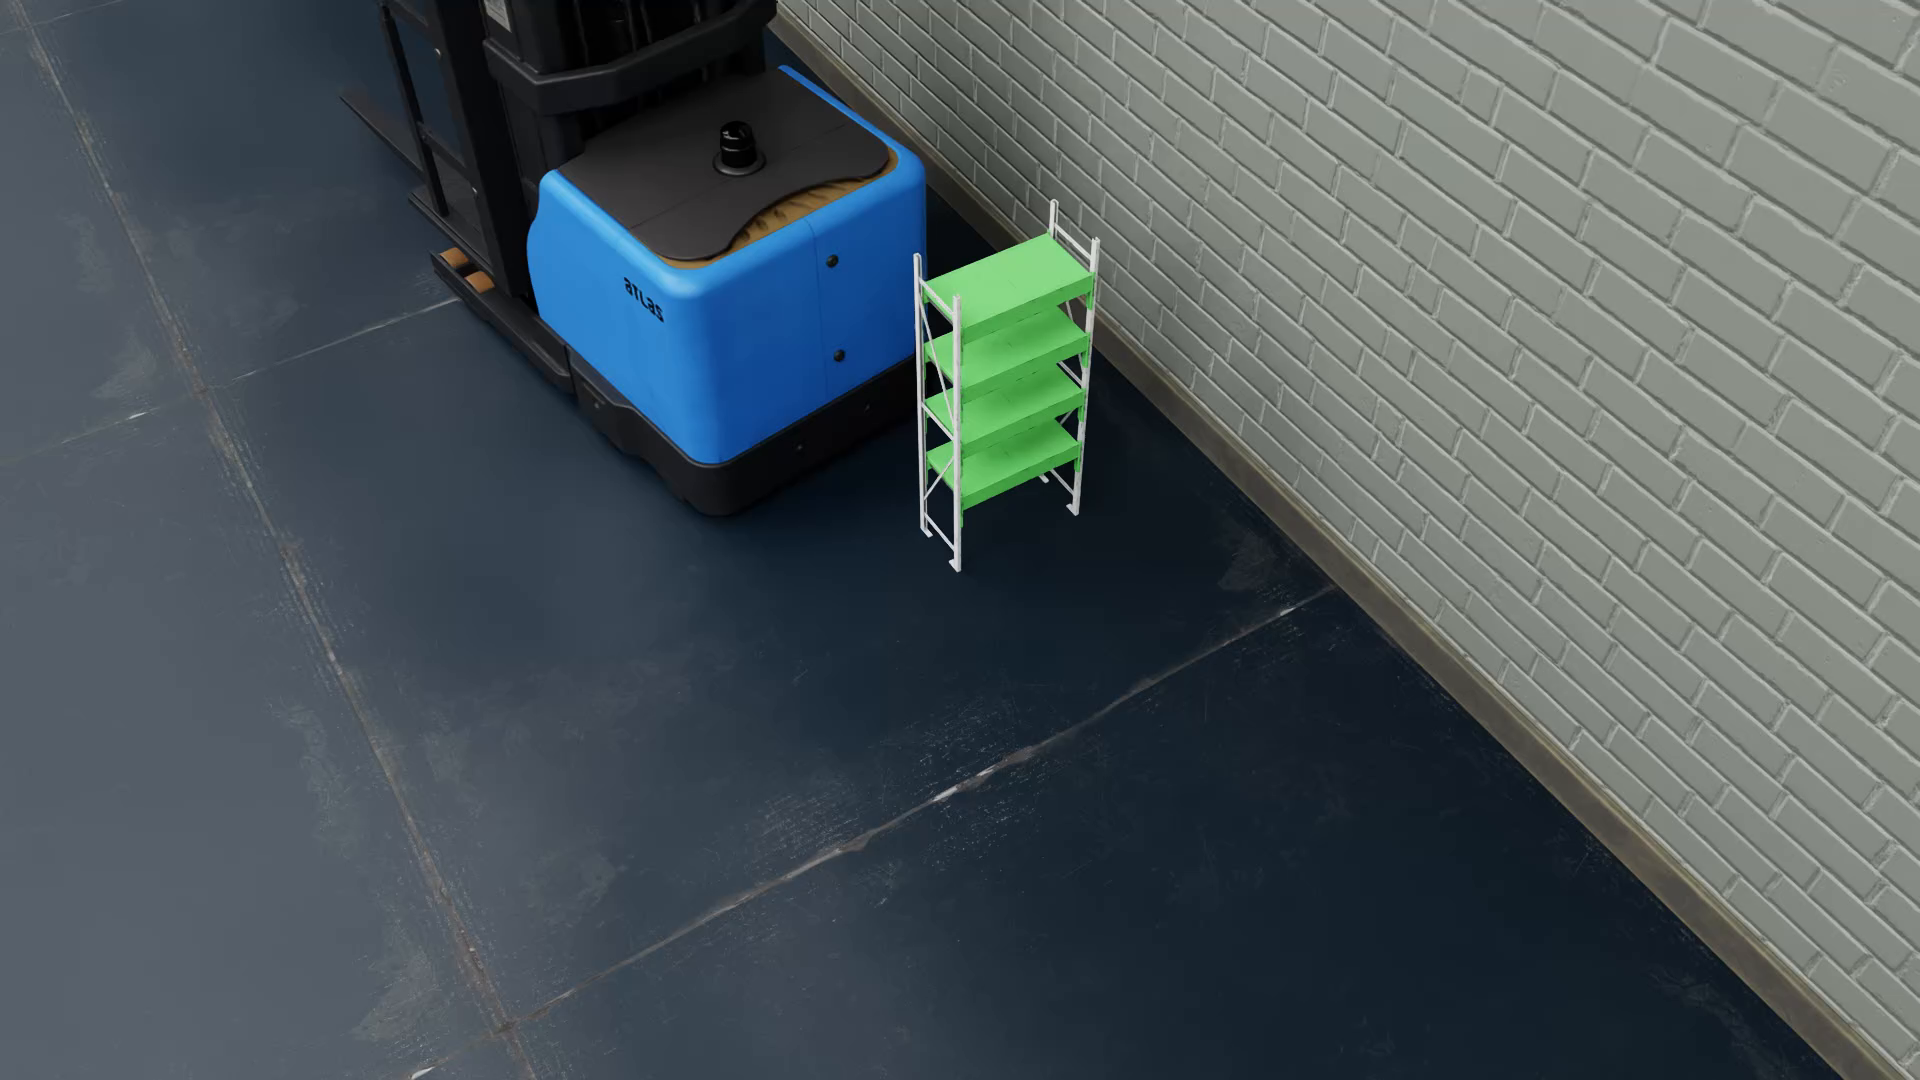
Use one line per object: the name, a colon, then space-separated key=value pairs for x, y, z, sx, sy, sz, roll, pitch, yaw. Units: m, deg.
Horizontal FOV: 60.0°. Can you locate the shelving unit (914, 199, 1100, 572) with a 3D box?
shelving unit: x=0.140 y=-0.465 z=5.361 sx=0.503 sy=1.200 sz=0.258 roll=-25 pitch=53 yaw=-21

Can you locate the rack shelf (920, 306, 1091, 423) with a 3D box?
rack shelf: x=0.140 y=-0.582 z=5.229 sx=0.480 sy=0.148 sz=0.258 roll=-25 pitch=53 yaw=-21

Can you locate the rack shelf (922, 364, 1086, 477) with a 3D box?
rack shelf: x=0.140 y=-0.422 z=5.408 sx=0.480 sy=0.148 sz=0.258 roll=-25 pitch=53 yaw=-21

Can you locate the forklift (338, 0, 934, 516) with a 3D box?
forklift: x=-1.443 y=-2.087 z=5.646 sx=1.130 sy=2.935 sz=3.031 roll=-33 pitch=56 yaw=-26

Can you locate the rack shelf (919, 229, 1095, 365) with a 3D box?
rack shelf: x=0.140 y=-0.742 z=5.050 sx=0.480 sy=0.148 sz=0.258 roll=-25 pitch=53 yaw=-21

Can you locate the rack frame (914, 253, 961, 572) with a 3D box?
rack frame: x=-0.066 y=-0.368 z=5.274 sx=0.015 sy=1.200 sz=0.240 roll=-25 pitch=53 yaw=-21

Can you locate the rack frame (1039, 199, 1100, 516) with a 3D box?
rack frame: x=0.346 y=-0.562 z=5.447 sx=0.015 sy=1.200 sz=0.240 roll=-25 pitch=53 yaw=-21

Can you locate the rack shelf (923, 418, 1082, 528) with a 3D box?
rack shelf: x=0.140 y=-0.263 z=5.588 sx=0.480 sy=0.148 sz=0.258 roll=-25 pitch=53 yaw=-21
